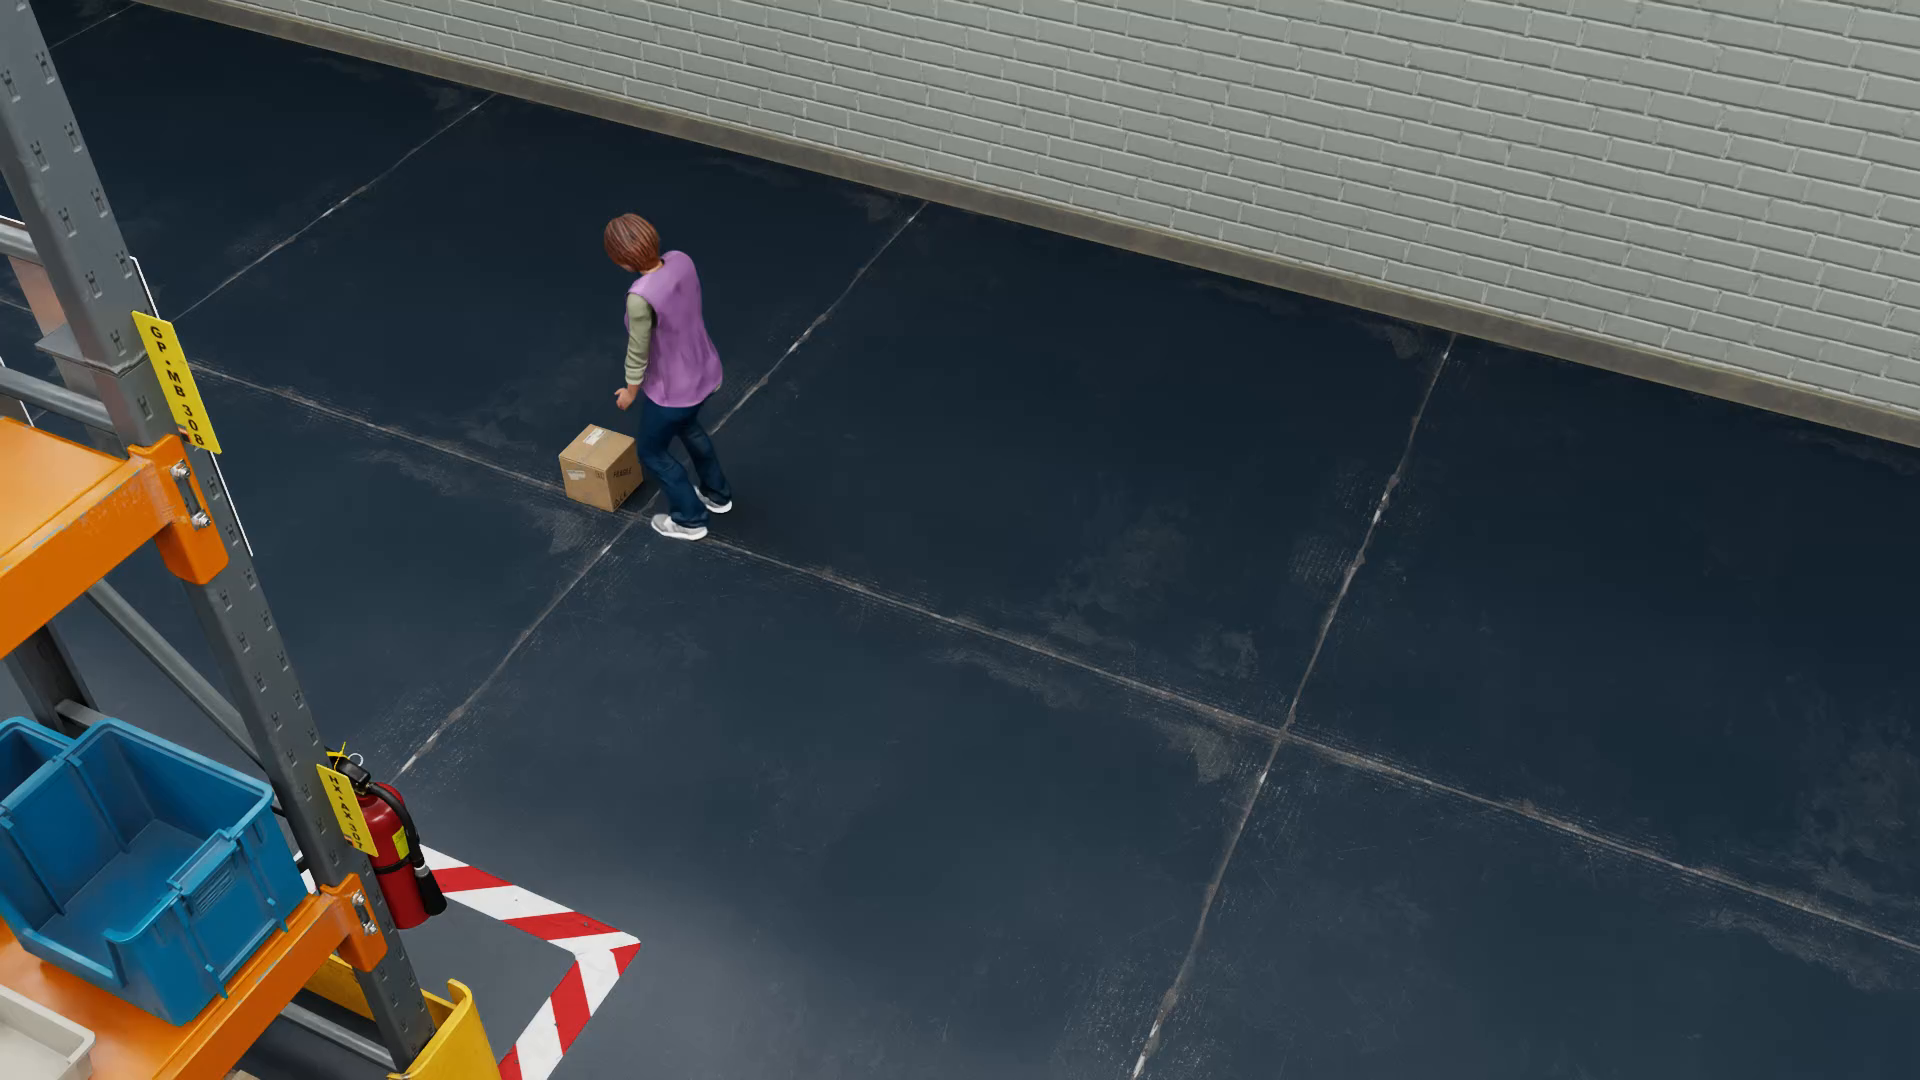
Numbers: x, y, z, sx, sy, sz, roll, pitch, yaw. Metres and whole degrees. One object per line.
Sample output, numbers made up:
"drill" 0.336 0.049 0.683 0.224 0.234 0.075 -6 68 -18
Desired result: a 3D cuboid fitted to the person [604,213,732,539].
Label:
"person" -1.205 -0.642 6.921 0.399 1.533 0.430 19 46 19
